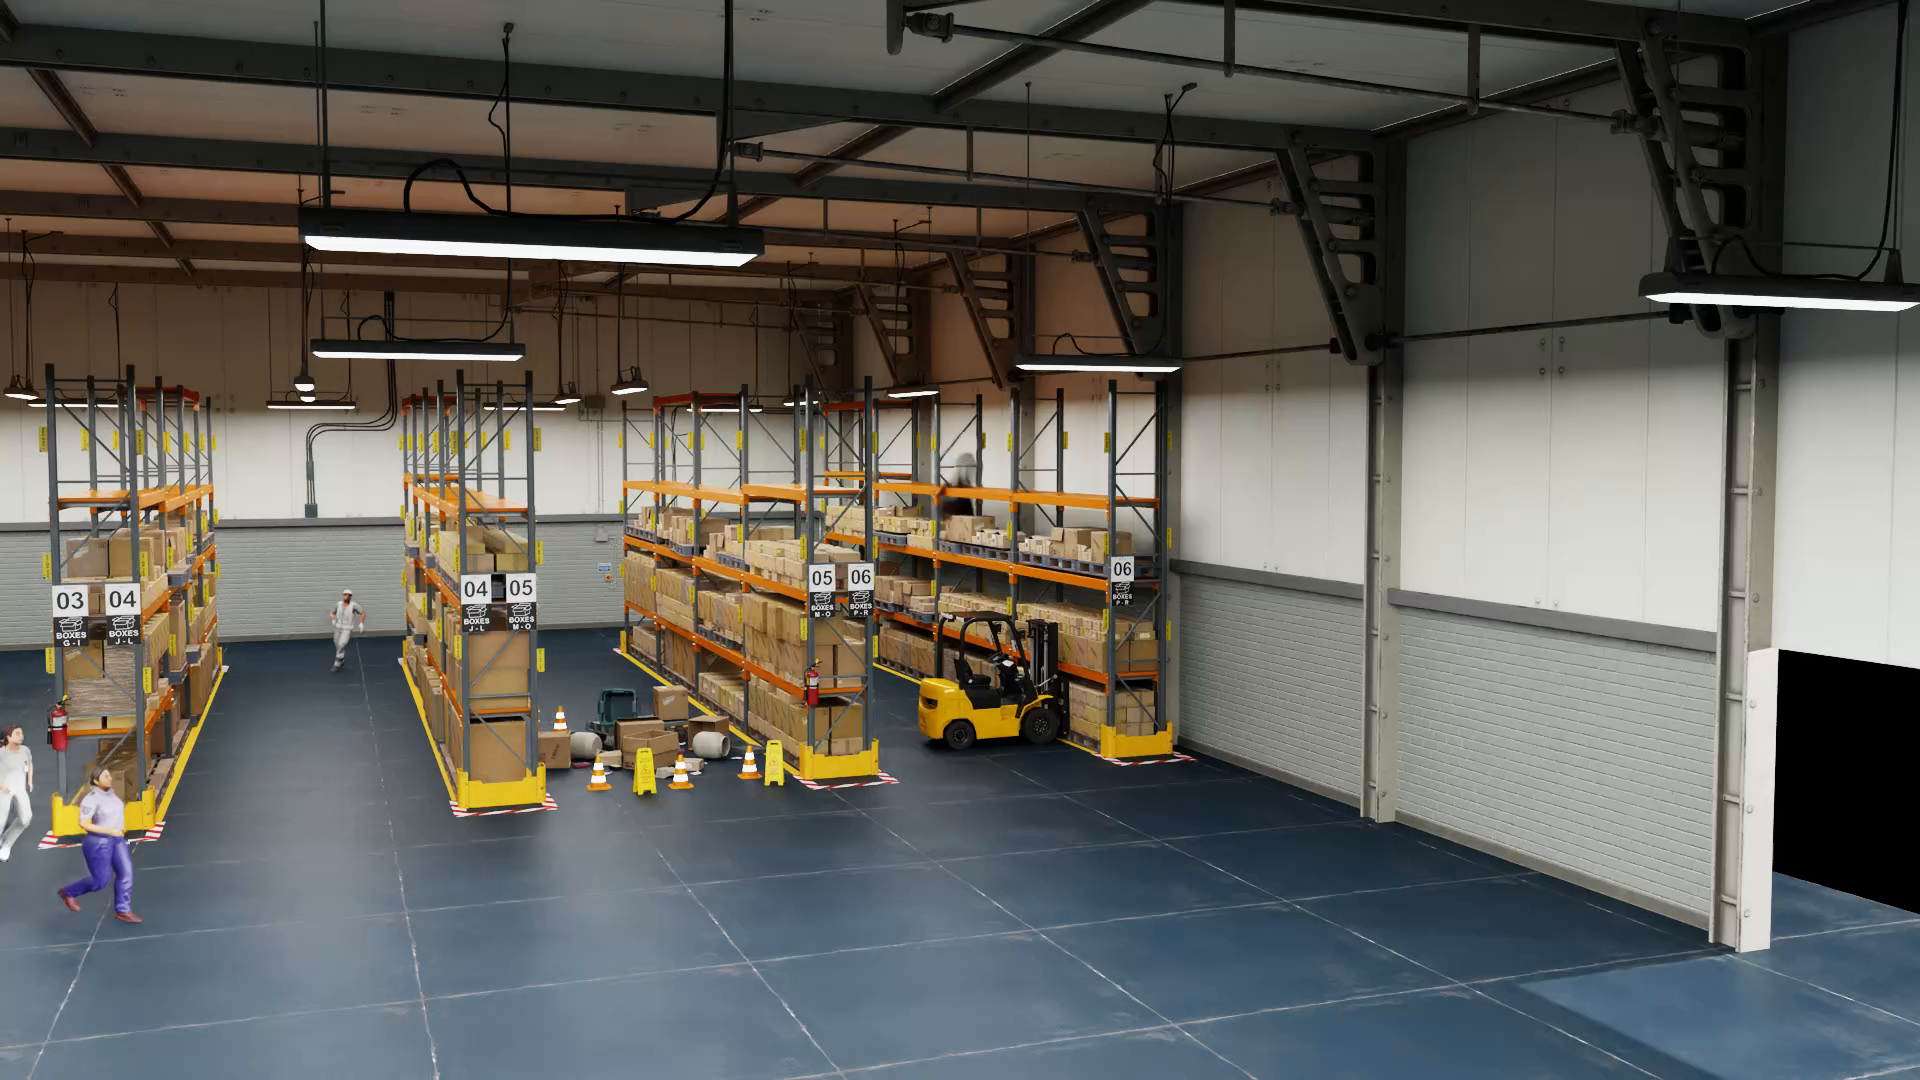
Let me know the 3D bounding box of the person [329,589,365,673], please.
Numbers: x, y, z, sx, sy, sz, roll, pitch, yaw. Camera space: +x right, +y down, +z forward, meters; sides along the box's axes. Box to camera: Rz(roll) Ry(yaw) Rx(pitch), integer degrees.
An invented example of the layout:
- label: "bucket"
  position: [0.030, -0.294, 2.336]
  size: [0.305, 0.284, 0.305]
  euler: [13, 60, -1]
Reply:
- label: "person"
  position: [-13.476, 1.968, 36.415]
  size: [0.732, 1.780, 0.862]
  euler: [0, 3, 4]

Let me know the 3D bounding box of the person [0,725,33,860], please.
- label: "person"
  position: [-11.349, 3.022, 19.938]
  size: [0.588, 1.617, 0.624]
  euler: [2, 4, 35]

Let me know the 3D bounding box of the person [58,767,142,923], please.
- label: "person"
  position: [-8.974, 3.186, 17.372]
  size: [0.841, 1.648, 0.607]
  euler: [0, 3, 7]
